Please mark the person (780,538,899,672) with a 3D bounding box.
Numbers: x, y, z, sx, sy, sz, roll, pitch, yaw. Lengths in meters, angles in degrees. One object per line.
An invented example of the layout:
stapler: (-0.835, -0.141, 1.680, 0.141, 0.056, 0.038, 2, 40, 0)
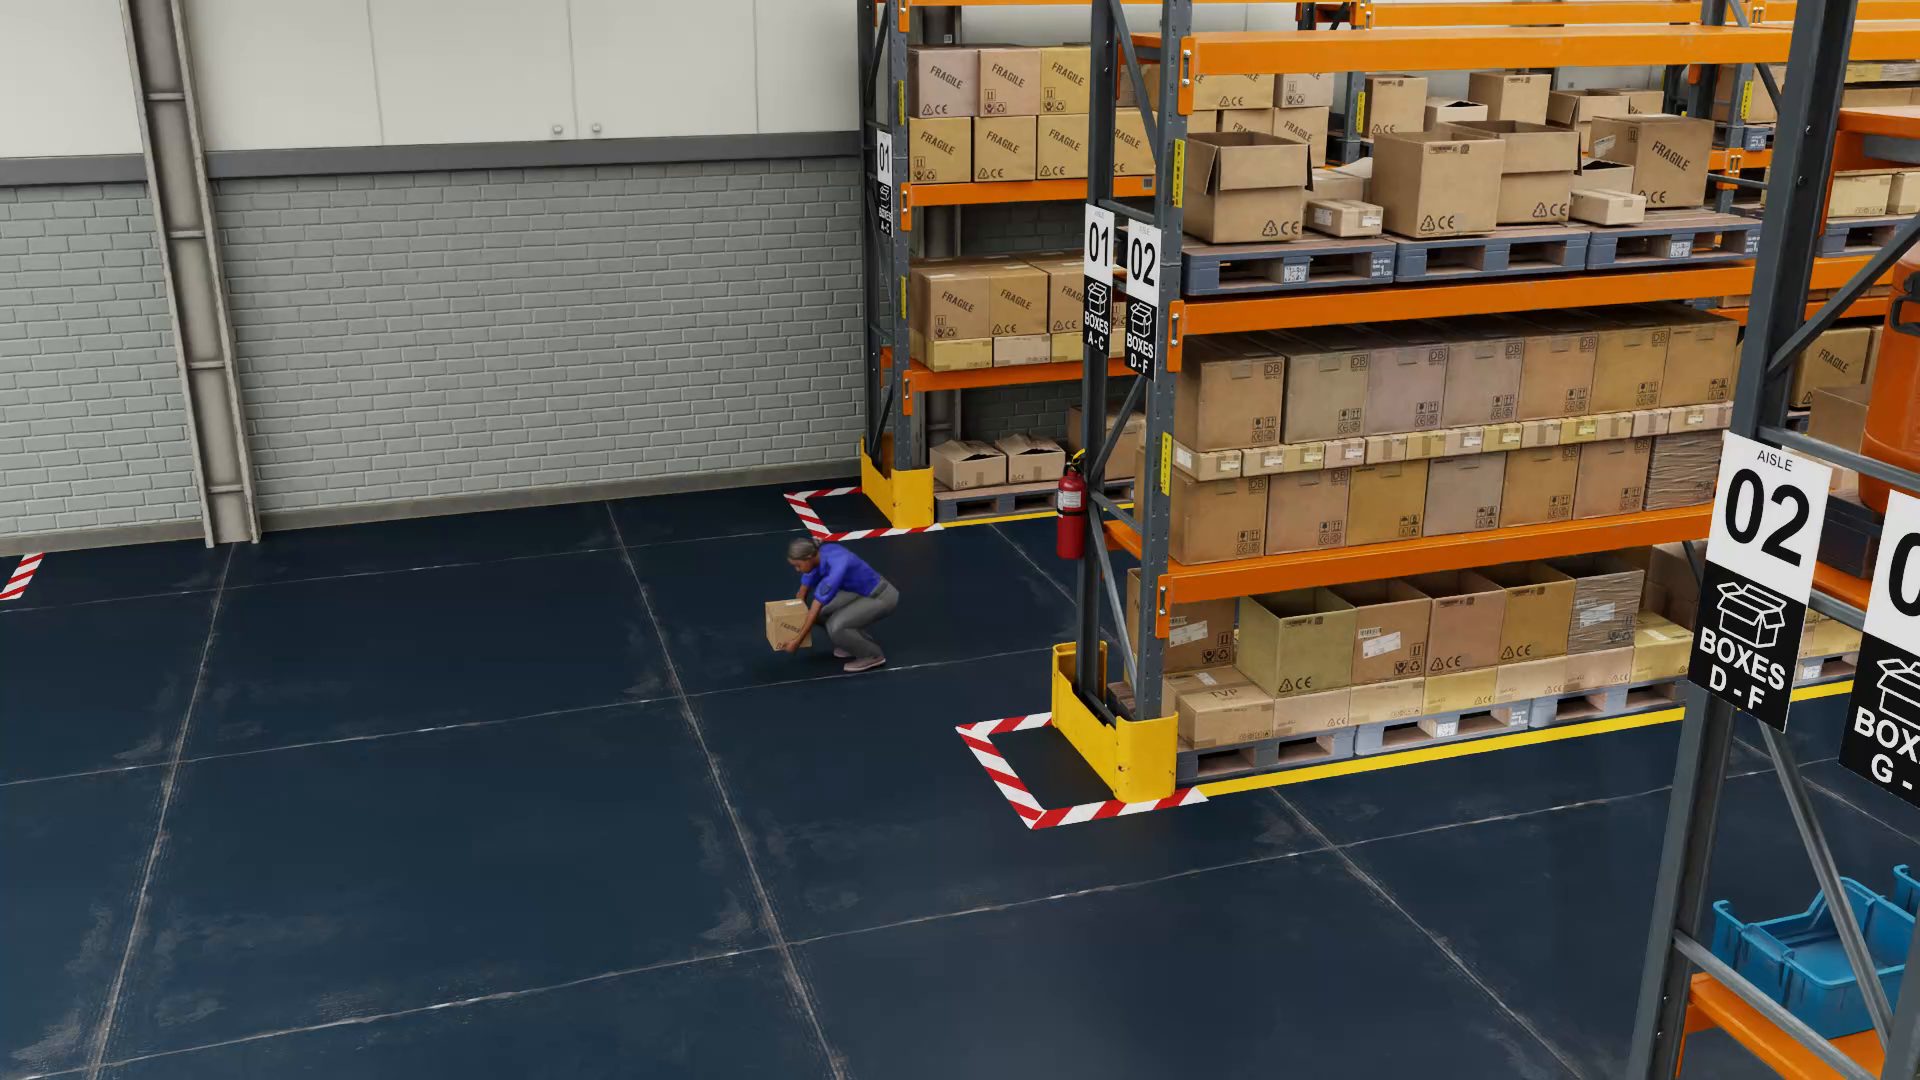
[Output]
person: (-0.820, 0.394, 11.049, 0.841, 0.948, 0.460, -7, 20, -18)
